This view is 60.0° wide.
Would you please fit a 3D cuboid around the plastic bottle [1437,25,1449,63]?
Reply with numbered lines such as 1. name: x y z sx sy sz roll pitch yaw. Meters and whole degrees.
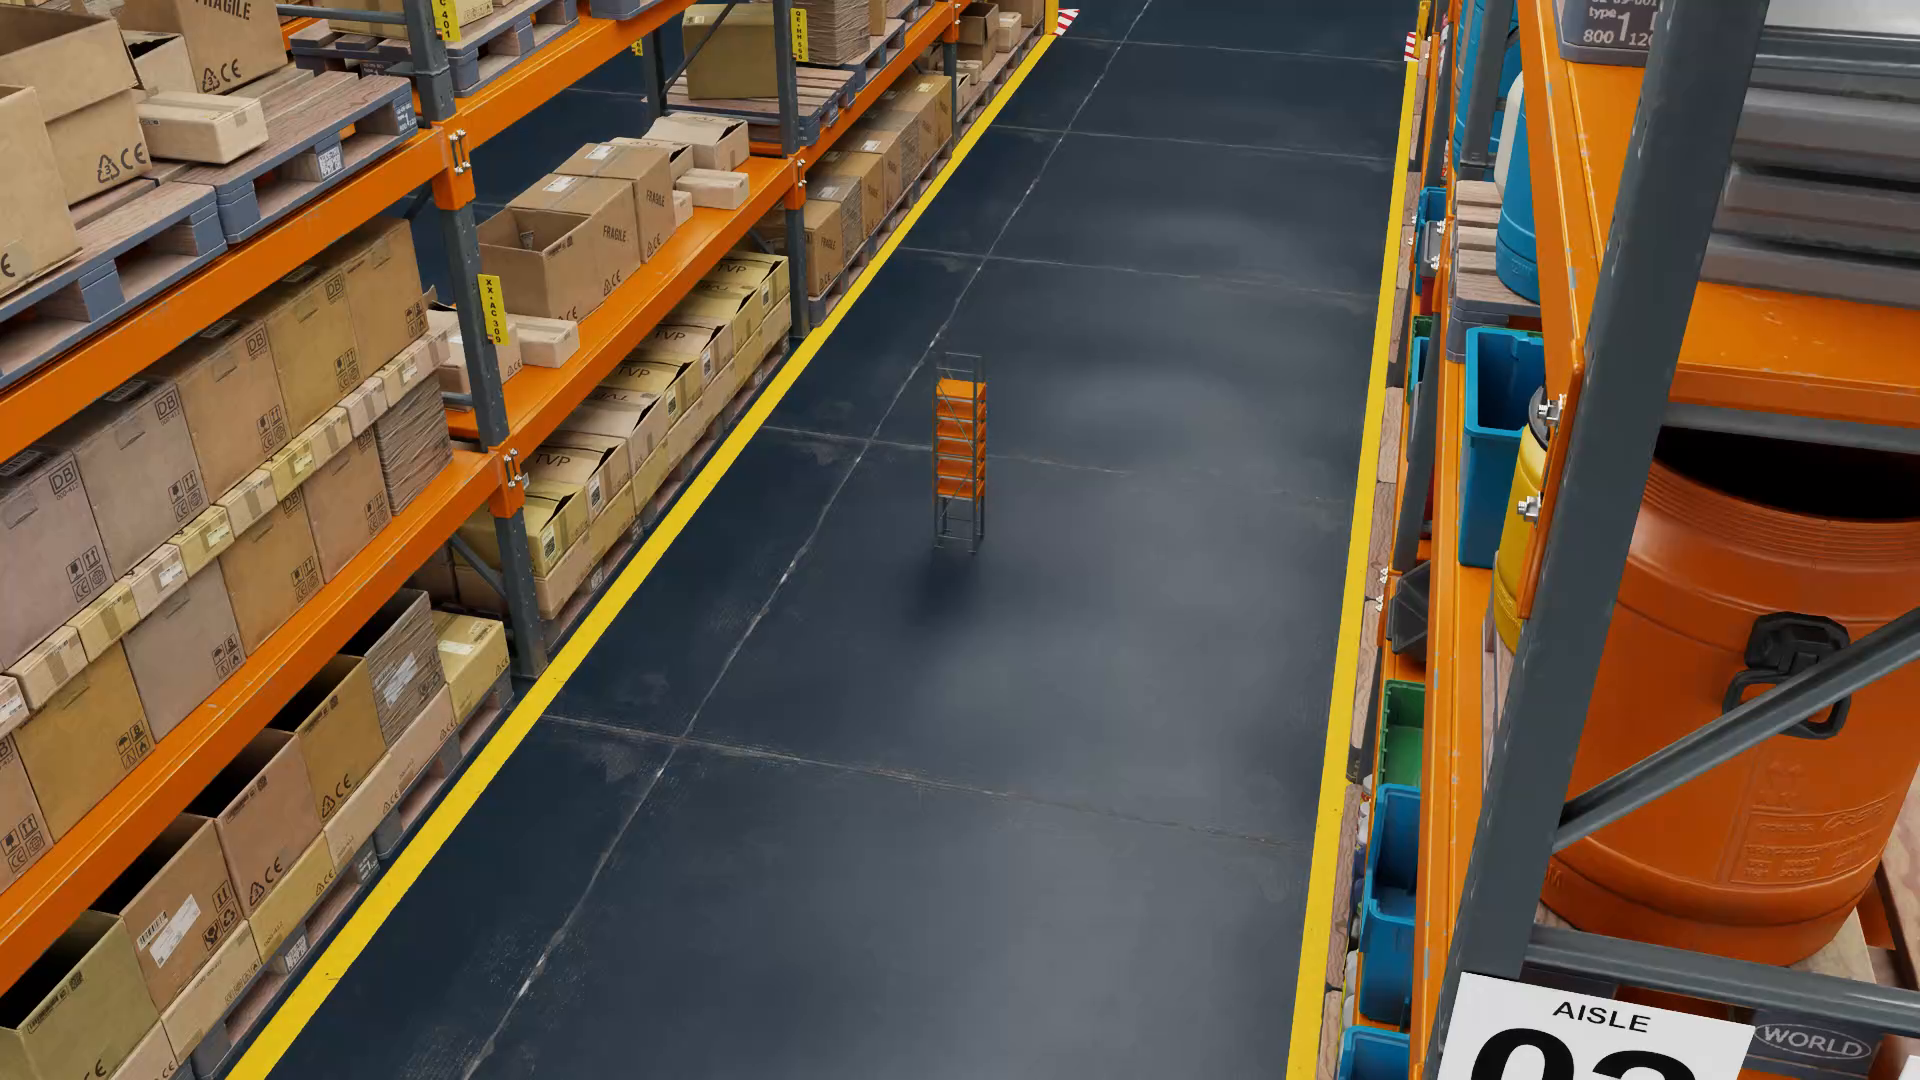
1. plastic bottle: 3.684 -3.715 12.484 0.152 0.276 0.135 8 33 12

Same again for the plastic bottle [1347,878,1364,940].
1. plastic bottle: 1.578 1.398 6.384 0.144 0.351 0.185 7 33 10

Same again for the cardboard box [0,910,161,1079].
1. cardboard box: -3.097 1.564 5.537 0.500 0.500 0.500 8 33 12

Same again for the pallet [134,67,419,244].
1. pallet: -2.749 -1.453 6.096 1.003 0.211 1.213 8 33 12

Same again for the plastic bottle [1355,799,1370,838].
1. plastic bottle: 1.702 1.159 6.899 0.097 0.201 0.097 0 32 0

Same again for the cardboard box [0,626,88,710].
1. cardboard box: -3.005 0.379 5.230 0.380 0.149 0.250 7 33 11

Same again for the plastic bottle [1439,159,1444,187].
1. plastic bottle: 2.937 -2.289 10.233 0.061 0.283 0.133 8 33 12

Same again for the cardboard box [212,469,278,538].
1. cardboard box: -2.743 -0.158 6.074 0.380 0.149 0.250 9 34 14

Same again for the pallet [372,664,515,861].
1. pallet: -2.800 0.913 7.687 1.003 0.211 1.213 8 33 12

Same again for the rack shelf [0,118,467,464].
1. rack shelf: -3.066 -0.595 5.335 1.077 0.370 4.000 8 33 12

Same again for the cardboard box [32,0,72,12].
1. cardboard box: -6.445 -3.402 11.371 0.700 0.500 0.500 4 33 7

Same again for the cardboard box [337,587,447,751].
1. cardboard box: -2.602 0.524 7.172 0.500 0.500 0.500 8 33 12

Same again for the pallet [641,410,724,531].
1. pallet: -2.101 -0.517 9.936 1.003 0.211 1.213 8 33 12

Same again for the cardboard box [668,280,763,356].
1. cardboard box: -1.563 -1.424 10.413 0.500 0.311 0.500 8 33 12

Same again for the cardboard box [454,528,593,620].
1. cardboard box: -2.216 0.137 8.480 0.500 0.250 0.500 7 33 11

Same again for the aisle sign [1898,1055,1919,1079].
1. aisle sign: 1.482 1.061 2.431 0.394 0.787 0.004 8 33 12

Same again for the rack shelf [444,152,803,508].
1. rack shelf: -2.050 -1.405 9.405 1.077 0.370 4.000 8 33 12

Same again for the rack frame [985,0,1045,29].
1. rack frame: 0.487 -6.898 17.375 1.000 3.000 0.127 8 33 12

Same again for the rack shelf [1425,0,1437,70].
1. rack shelf: 4.770 -4.880 14.871 1.077 0.370 4.000 8 33 12

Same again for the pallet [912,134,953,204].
1. pallet: -0.698 -3.218 14.186 1.003 0.211 1.213 8 33 12

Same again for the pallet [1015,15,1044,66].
1. pallet: 0.267 -5.268 17.410 1.003 0.211 1.213 8 33 12

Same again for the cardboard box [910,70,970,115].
1. cardboard box: -0.212 -4.062 15.009 0.500 0.311 0.500 8 33 12

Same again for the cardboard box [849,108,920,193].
1. cardboard box: -0.637 -3.142 13.387 0.500 0.500 0.500 8 33 13

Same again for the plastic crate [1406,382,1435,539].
1. plastic crate: 2.059 -0.314 6.959 0.402 0.464 0.583 8 33 12

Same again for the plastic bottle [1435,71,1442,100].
1. plastic bottle: 3.402 -3.196 11.670 0.097 0.271 0.097 0 32 0

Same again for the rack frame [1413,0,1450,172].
1. rack frame: 4.262 -4.146 13.046 1.000 3.000 0.127 8 33 12

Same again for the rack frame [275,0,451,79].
1. rack frame: -2.558 -3.203 5.970 1.000 3.000 0.127 8 33 12

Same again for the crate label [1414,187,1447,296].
1. crate label: 2.734 -1.606 9.018 0.502 0.435 0.616 8 33 12

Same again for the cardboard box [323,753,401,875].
1. cardboard box: -2.713 1.102 6.962 0.500 0.250 0.500 8 33 12

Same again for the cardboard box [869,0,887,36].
1. cardboard box: -0.916 -4.117 12.515 0.700 0.500 0.500 0 32 0

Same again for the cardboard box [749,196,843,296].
1. cardboard box: -1.151 -2.075 11.707 0.500 0.500 0.500 9 34 14

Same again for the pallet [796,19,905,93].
1. pallet: -1.054 -3.675 12.484 1.003 0.211 1.213 8 33 12

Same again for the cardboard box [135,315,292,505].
1. cardboard box: -2.919 -0.507 6.019 0.700 0.500 0.500 8 33 12

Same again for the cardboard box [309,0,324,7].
1. cardboard box: -5.497 -4.530 13.865 0.380 0.149 0.250 7 33 11

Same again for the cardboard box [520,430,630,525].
1. cardboard box: -2.080 -0.364 8.745 0.500 0.311 0.500 8 33 12

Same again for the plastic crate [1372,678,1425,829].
1. plastic crate: 1.615 0.761 5.525 0.450 0.188 0.662 8 33 12

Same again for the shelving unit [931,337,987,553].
1. shelving unit: -0.004 -0.499 8.986 0.258 1.200 0.189 8 33 12

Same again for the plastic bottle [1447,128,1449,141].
1. plastic bottle: 3.092 -2.562 10.674 0.097 0.271 0.097 0 32 0

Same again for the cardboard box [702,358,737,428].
1. cardboard box: -1.698 -0.929 10.156 0.500 0.250 0.500 9 33 13

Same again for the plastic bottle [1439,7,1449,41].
1. plastic bottle: 3.757 -3.965 12.869 0.061 0.283 0.133 8 33 12

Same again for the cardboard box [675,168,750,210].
1. cardboard box: -1.504 -2.136 10.118 0.380 0.149 0.250 8 33 12

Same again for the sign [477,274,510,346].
1. sign: -2.021 -0.995 7.208 0.100 0.325 0.005 8 33 12

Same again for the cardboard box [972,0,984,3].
1. cardboard box: -0.052 -5.420 17.203 0.500 0.250 0.500 8 33 12

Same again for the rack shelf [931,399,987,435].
1. rack shelf: -0.004 -0.664 8.881 0.258 0.103 0.180 8 33 12

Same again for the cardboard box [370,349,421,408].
1. cardboard box: -2.484 -0.689 6.909 0.380 0.149 0.250 7 33 11

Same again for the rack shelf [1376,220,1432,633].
1. rack shelf: 2.740 -0.729 8.341 1.077 0.370 4.000 8 33 12

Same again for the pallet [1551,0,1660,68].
1. pallet: 1.742 -1.211 3.386 1.003 0.211 1.213 8 33 12

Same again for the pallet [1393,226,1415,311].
1. pallet: 3.719 -1.939 12.174 1.003 0.211 1.213 8 33 12

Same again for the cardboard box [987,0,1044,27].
1. cardboard box: 0.588 -5.713 17.431 0.500 0.500 0.500 8 33 12

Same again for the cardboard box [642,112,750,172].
1. cardboard box: -1.677 -2.526 10.581 0.500 0.311 0.500 10 34 15

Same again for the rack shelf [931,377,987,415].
1. rack shelf: -0.004 -0.765 8.817 0.258 0.103 0.180 8 33 12

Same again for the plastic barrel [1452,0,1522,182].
1. plastic barrel: 2.151 -1.765 6.038 0.600 0.901 0.708 8 33 12

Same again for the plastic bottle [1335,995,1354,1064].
1. plastic bottle: 1.423 1.715 5.885 0.144 0.351 0.185 9 34 14

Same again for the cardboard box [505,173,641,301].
1. cardboard box: -2.087 -1.643 9.015 0.500 0.500 0.500 8 33 12

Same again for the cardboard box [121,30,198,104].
1. cardboard box: -3.078 -1.630 5.853 0.500 0.311 0.500 6 33 10

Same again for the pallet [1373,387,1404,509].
1. pallet: 3.013 -0.497 9.904 1.003 0.211 1.213 8 33 12

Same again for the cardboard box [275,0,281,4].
1. cardboard box: -5.696 -4.340 12.962 0.500 0.500 0.500 8 33 12

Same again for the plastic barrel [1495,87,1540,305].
1. plastic barrel: 1.876 -1.147 4.674 0.600 0.901 0.708 8 33 12

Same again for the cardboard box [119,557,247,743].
1. cardboard box: -3.052 0.318 5.930 0.700 0.500 0.500 9 34 14
